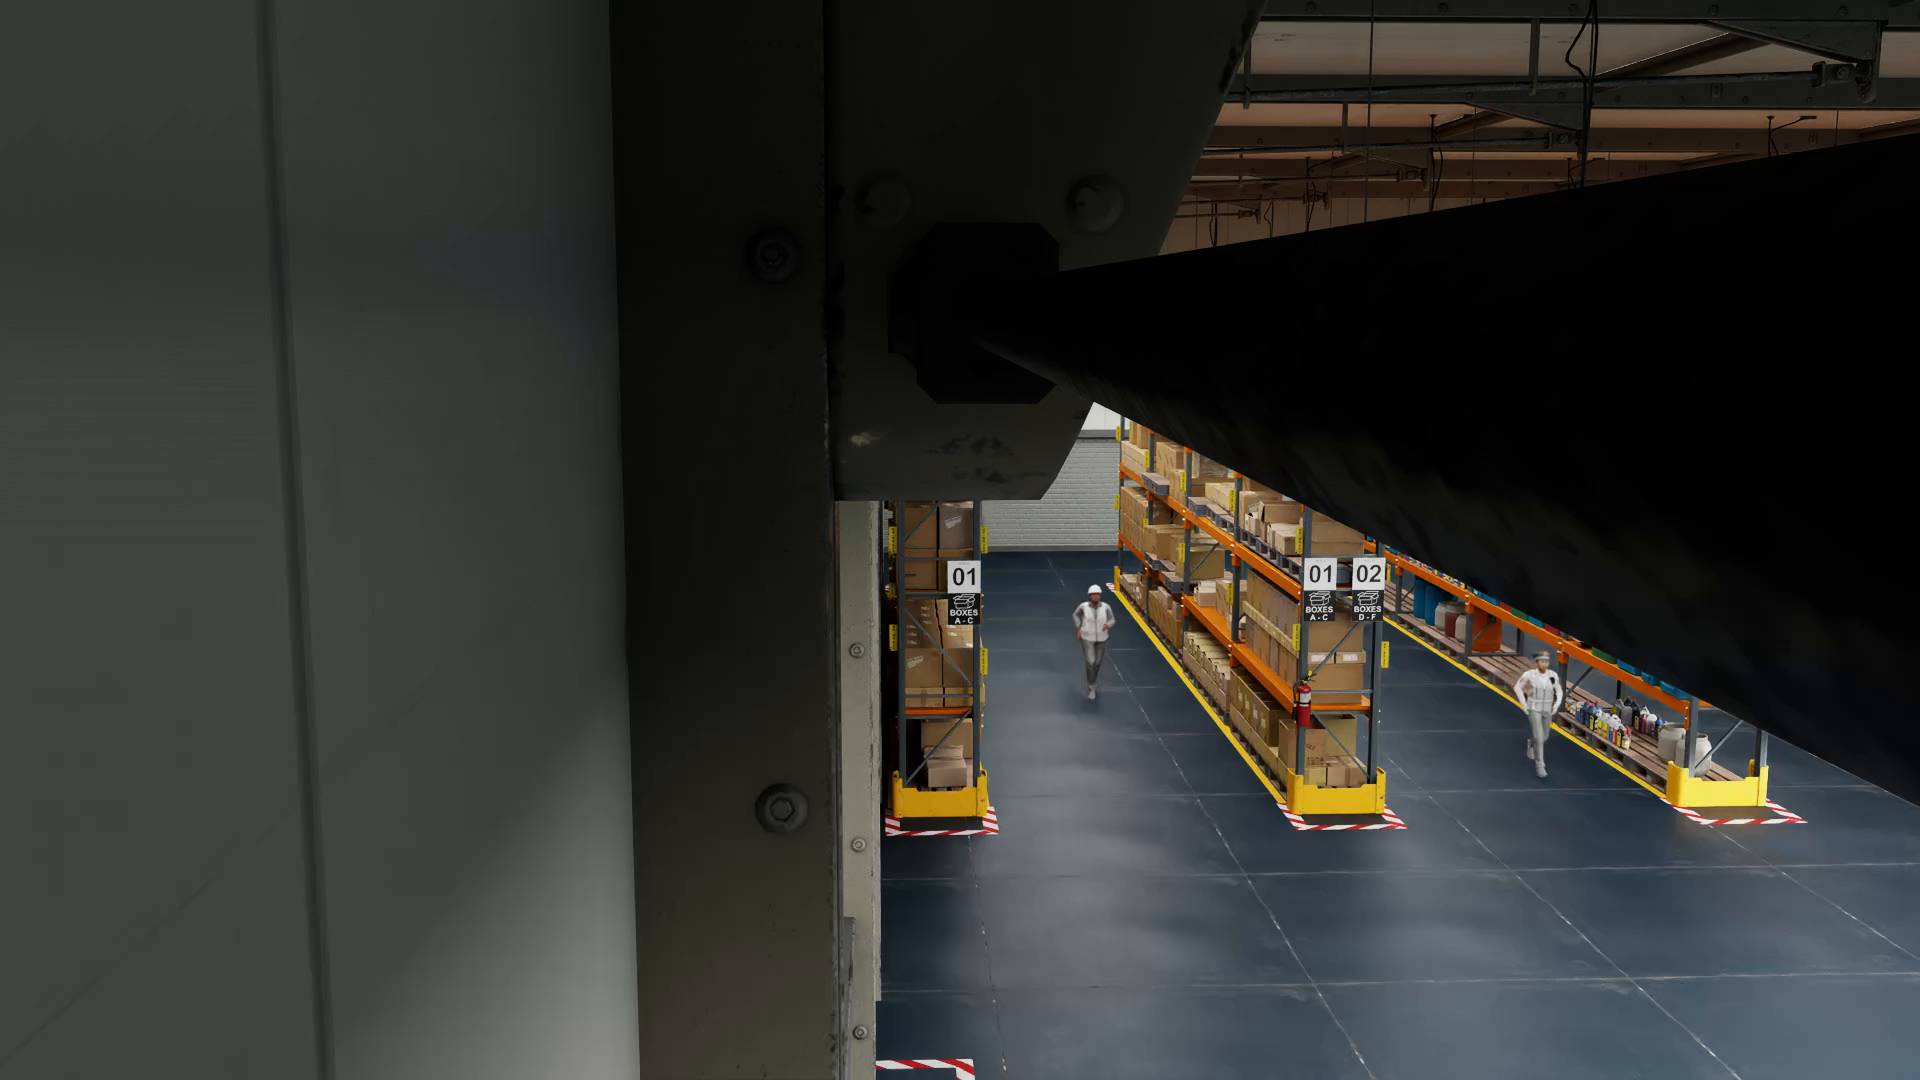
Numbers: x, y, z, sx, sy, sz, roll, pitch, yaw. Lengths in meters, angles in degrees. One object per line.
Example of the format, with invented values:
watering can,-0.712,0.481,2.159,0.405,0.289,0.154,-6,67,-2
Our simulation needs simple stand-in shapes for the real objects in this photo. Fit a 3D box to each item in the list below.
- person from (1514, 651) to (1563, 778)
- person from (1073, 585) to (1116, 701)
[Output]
person,7.806,2.297,22.464,0.627,1.689,0.775,0,8,-1
person,2.173,1.610,26.772,0.649,1.808,0.834,-1,8,-8
